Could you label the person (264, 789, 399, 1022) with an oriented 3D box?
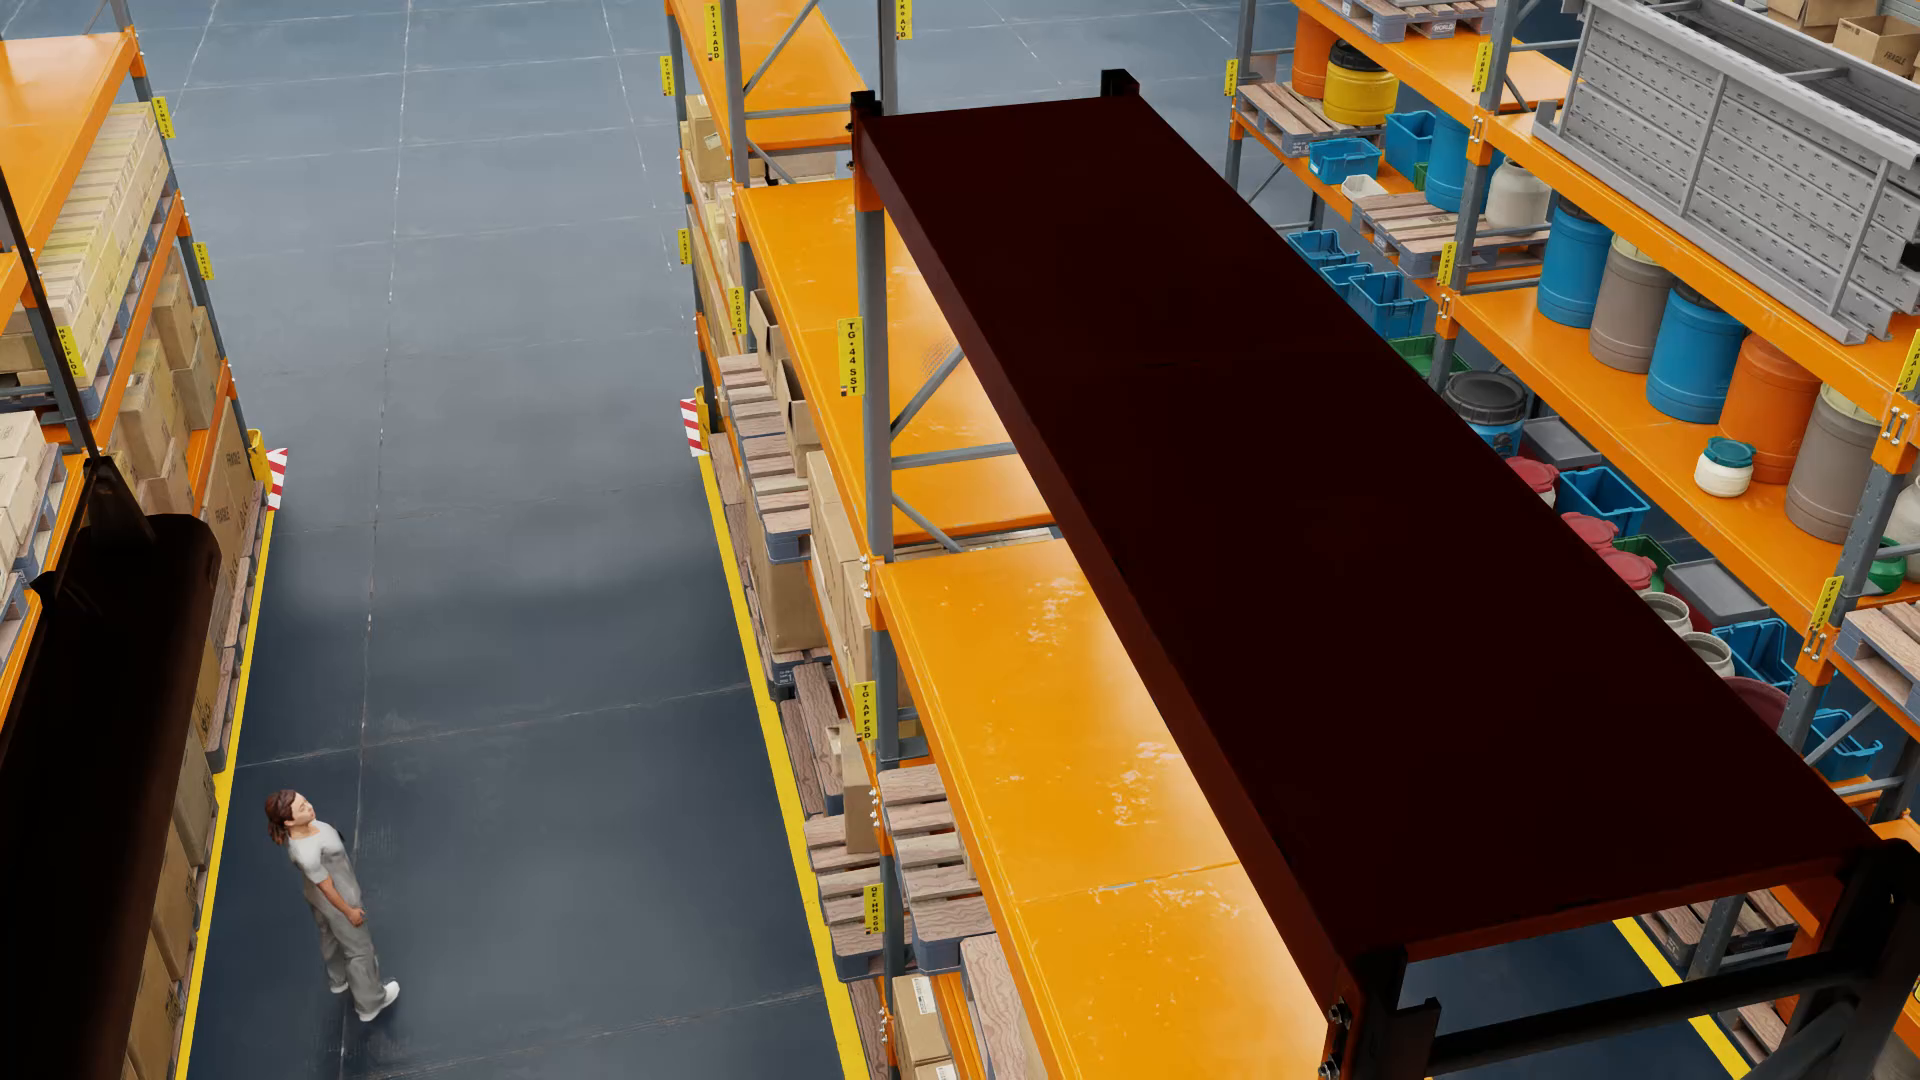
[{"bbox_3d":[-3.589,2.044,9.495,0.472,1.667,0.412,25,42,32],"label":"person"}]
